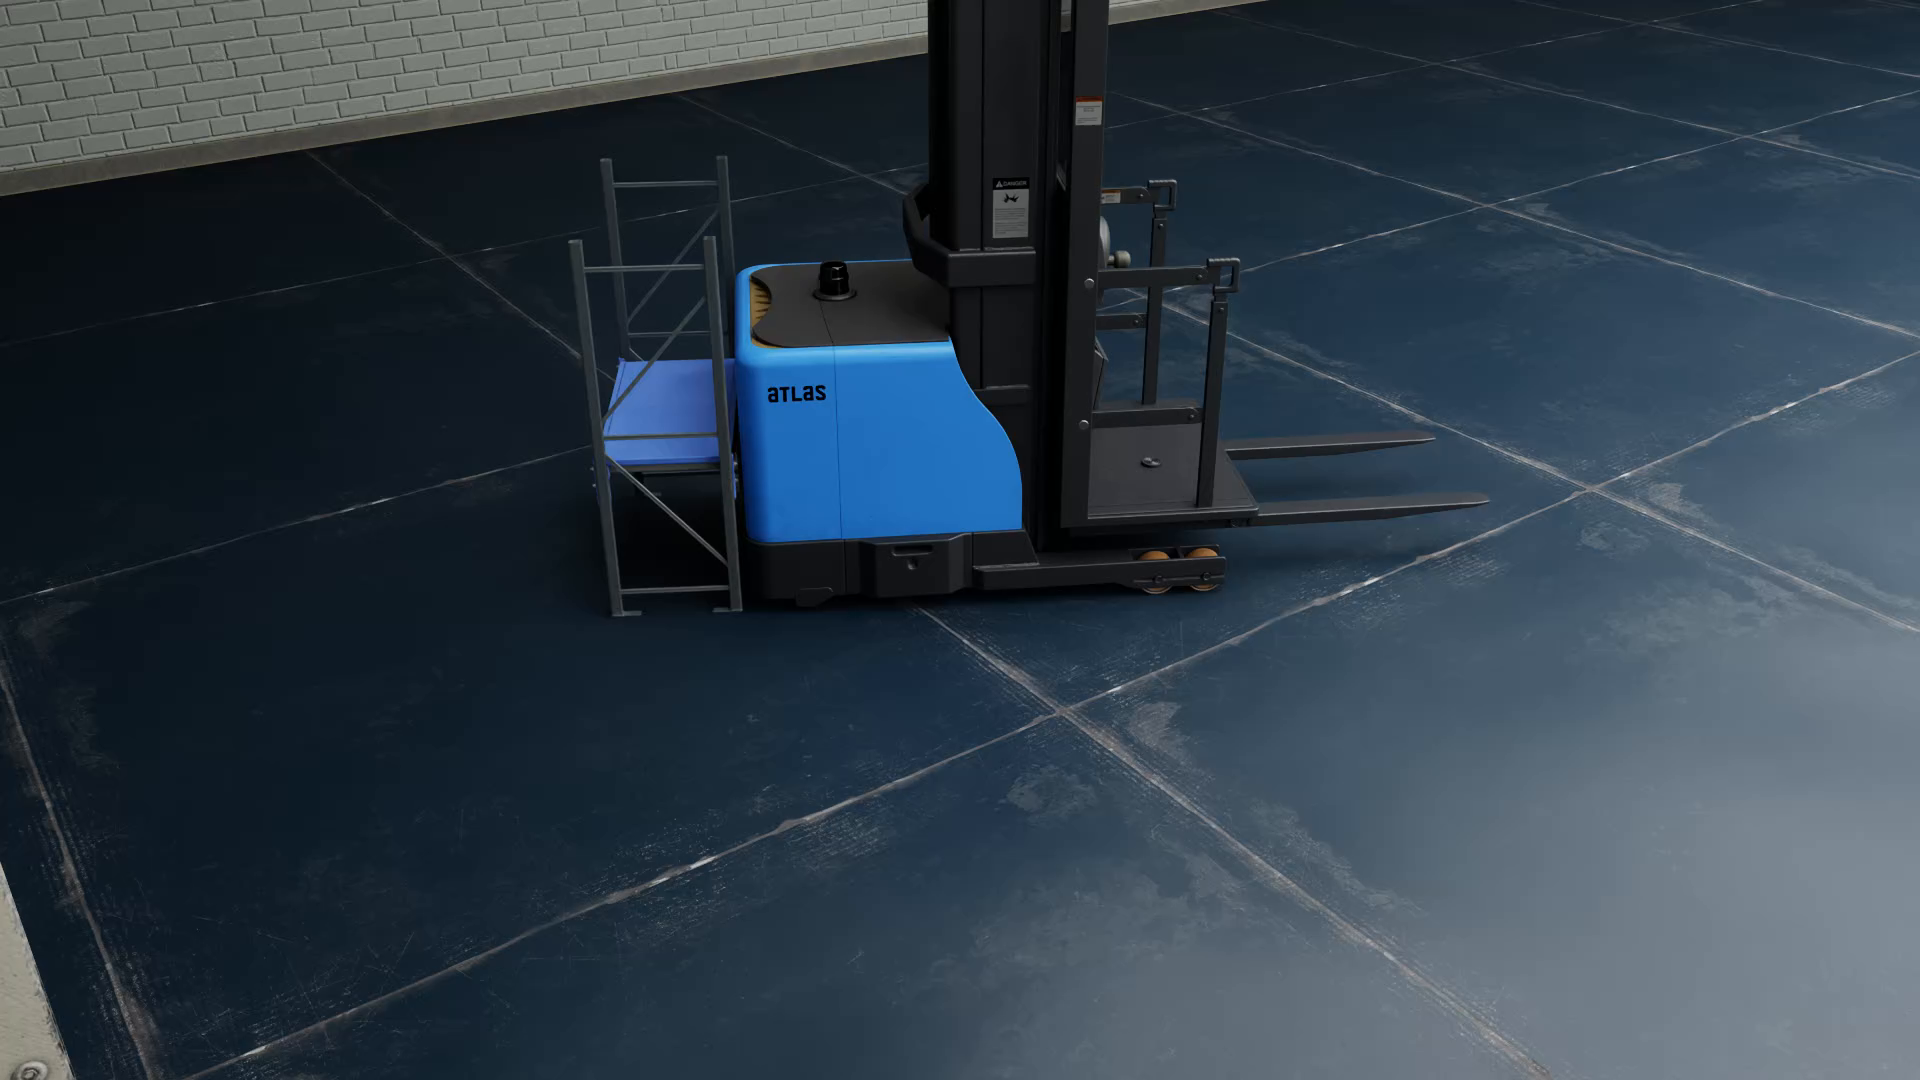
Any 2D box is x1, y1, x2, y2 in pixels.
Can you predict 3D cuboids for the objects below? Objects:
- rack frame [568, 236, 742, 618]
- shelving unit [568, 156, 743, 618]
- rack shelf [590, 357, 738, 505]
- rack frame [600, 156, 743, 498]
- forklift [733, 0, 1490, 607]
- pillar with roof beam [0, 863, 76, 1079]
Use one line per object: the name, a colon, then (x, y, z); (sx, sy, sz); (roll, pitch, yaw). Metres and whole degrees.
rack frame: (-1.095, -0.377, 6.089); (0.500, 1.500, 0.032); (-2, 29, -4)
shelving unit: (-1.138, -0.618, 6.534); (0.538, 1.500, 1.048); (-2, 29, -4)
rack shelf: (-1.138, -0.460, 6.620); (0.538, 0.185, 1.000); (-2, 29, -4)
rack frame: (-1.180, -0.860, 6.979); (0.500, 1.500, 0.032); (-2, 29, -4)
forklift: (0.626, -1.323, 6.332); (3.031, 2.935, 1.130); (-3, 29, -6)
pillar with roof beam: (1.161, -3.622, 4.207); (9.100, 9.000, 0.400); (-19, 34, -31)
